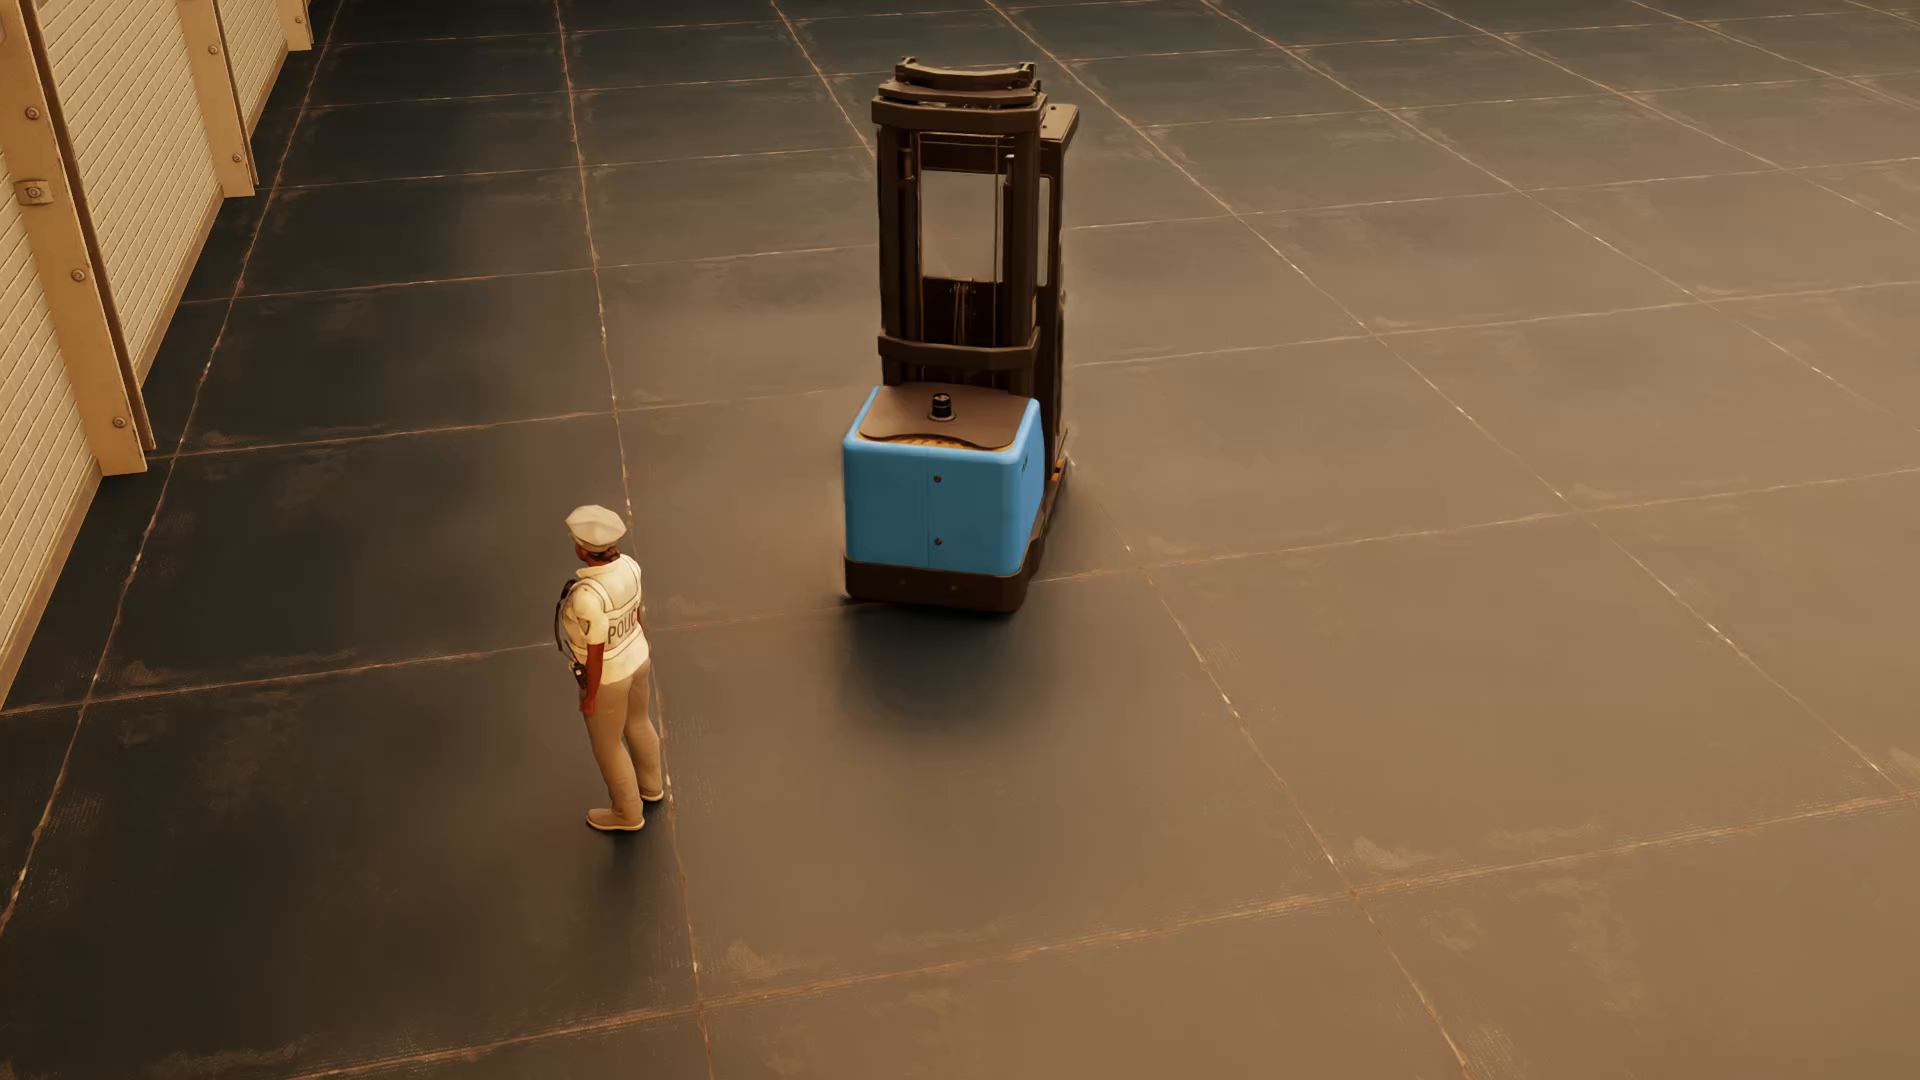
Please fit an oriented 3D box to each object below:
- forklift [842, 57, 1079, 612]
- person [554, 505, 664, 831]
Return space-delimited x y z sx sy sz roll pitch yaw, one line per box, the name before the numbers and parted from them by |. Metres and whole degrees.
forklift | 0.105 -1.572 10.290 1.130 2.935 3.031 6 31 9
person | -1.639 0.605 7.776 0.345 1.689 0.462 11 32 19
